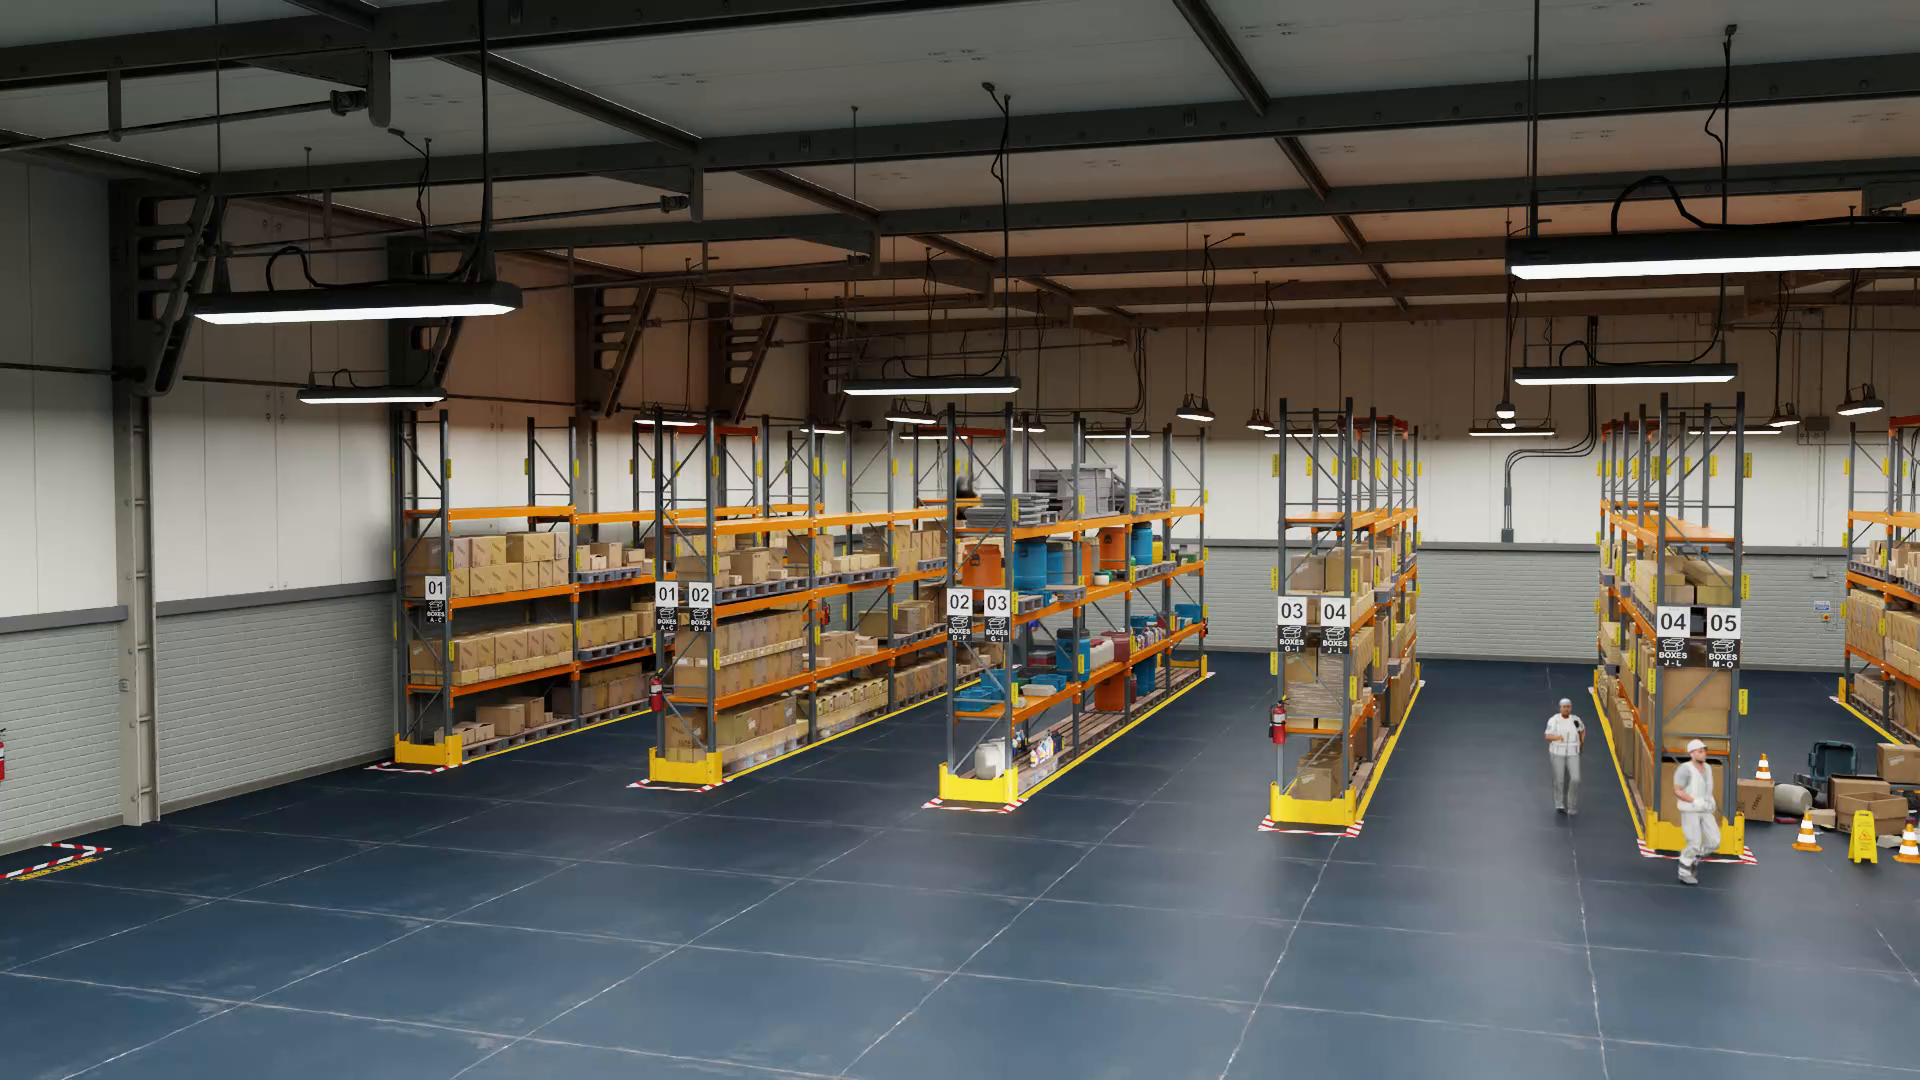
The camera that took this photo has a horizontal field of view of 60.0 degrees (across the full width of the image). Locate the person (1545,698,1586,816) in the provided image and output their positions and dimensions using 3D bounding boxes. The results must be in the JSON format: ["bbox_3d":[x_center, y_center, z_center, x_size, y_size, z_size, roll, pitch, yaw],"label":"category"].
[{"bbox_3d":[8.775,3.155,24.103,0.563,1.690,0.660,1,3,13],"label":"person"}]

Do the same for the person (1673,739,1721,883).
[{"bbox_3d":[8.881,3.264,19.951,0.688,1.741,0.598,-1,3,-21],"label":"person"}]

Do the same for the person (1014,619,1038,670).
[{"bbox_3d":[1.470,2.309,37.394,0.583,1.703,0.825,0,2,6],"label":"person"}]
